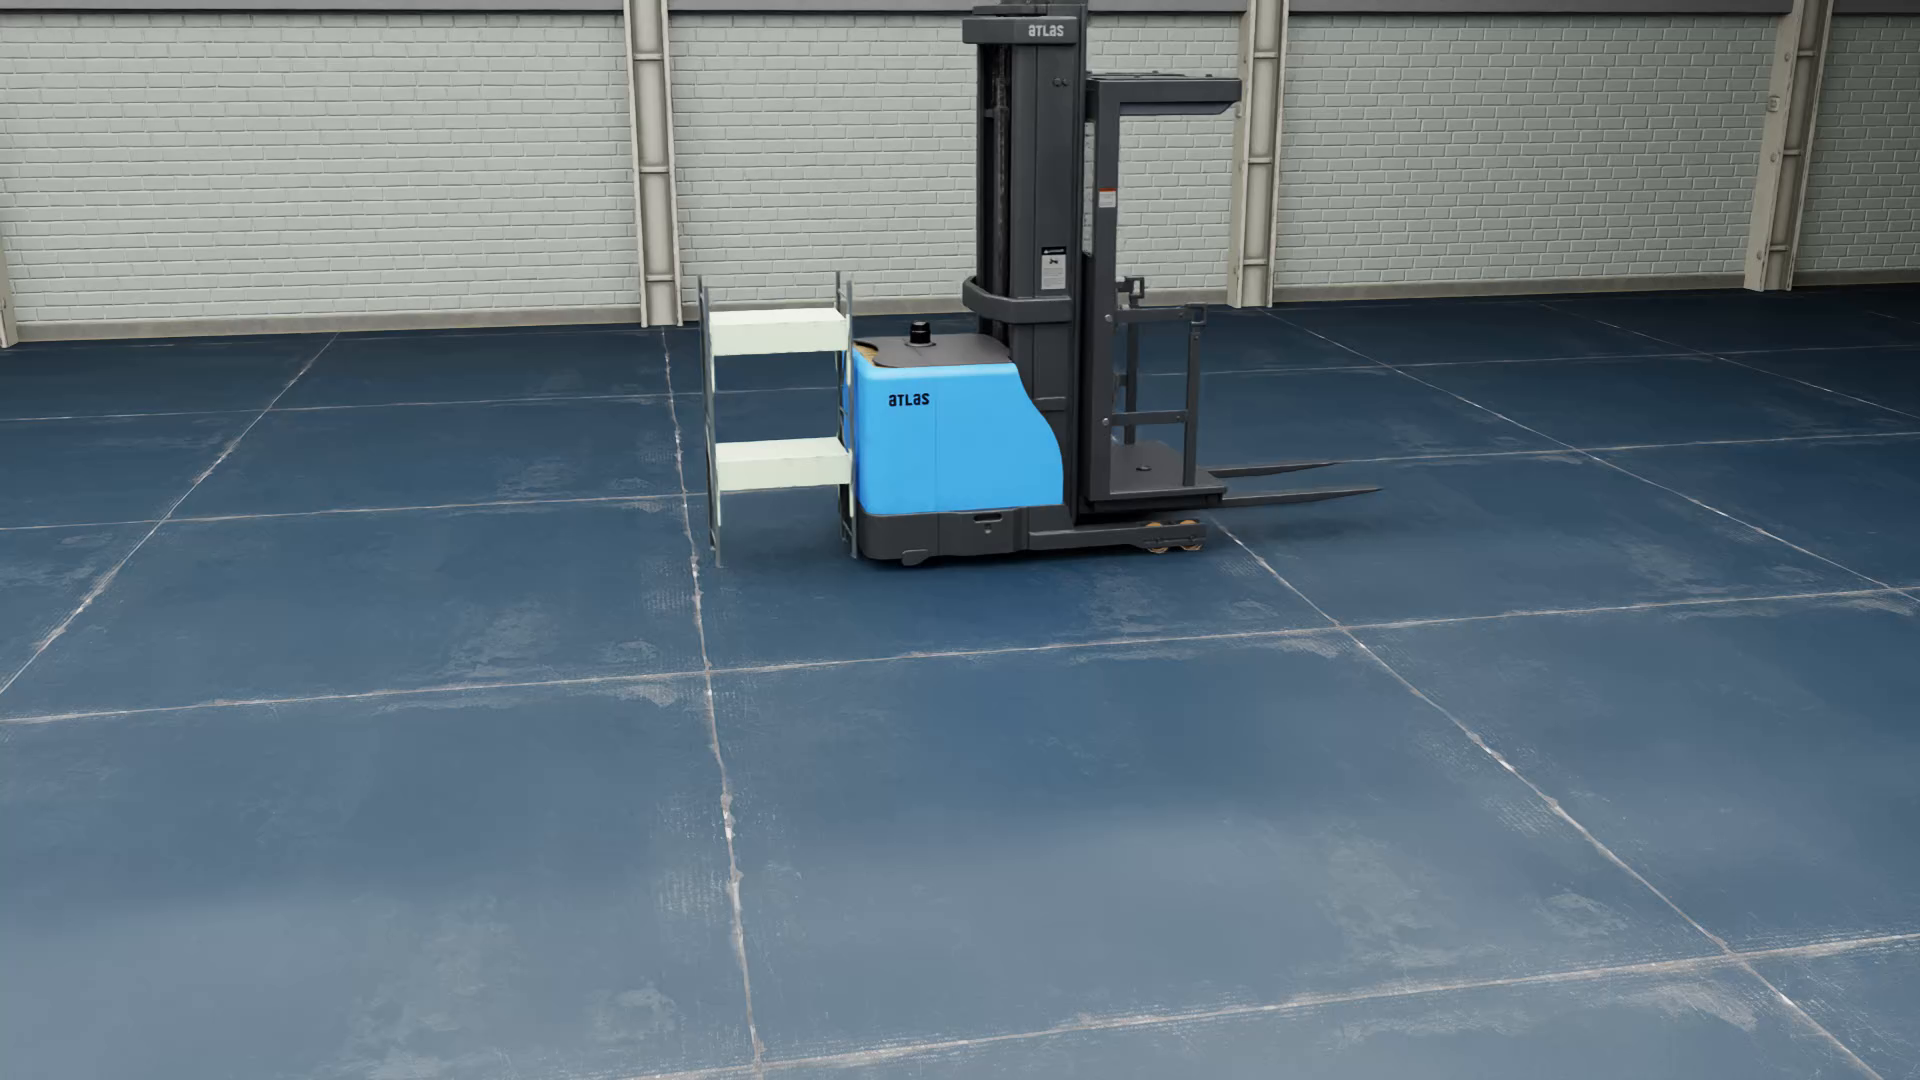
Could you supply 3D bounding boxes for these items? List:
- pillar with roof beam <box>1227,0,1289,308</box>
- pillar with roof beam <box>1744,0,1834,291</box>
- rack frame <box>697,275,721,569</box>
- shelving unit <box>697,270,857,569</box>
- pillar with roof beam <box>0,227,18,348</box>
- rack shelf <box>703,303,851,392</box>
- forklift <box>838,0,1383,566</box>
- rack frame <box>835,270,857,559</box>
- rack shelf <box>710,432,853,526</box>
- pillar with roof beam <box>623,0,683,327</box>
[{"bbox_3d":[3.814,-5.495,11.876,0.400,9.000,9.100,-3,17,-10],"label":"pillar with roof beam"},{"bbox_3d":[9.705,-5.829,12.964,0.400,9.000,9.100,-3,17,-10],"label":"pillar with roof beam"},{"bbox_3d":[-1.324,-0.621,8.780,0.023,1.500,0.400,-4,18,-13],"label":"rack frame"},{"bbox_3d":[-0.968,-0.646,8.861,0.755,1.500,0.431,-4,18,-13],"label":"shelving unit"},{"bbox_3d":[-7.968,-4.827,9.700,0.400,9.000,9.100,-3,17,-10],"label":"pillar with roof beam"},{"bbox_3d":[-0.968,-1.019,8.746,0.720,0.370,0.431,-4,18,-13],"label":"rack shelf"},{"bbox_3d":[0.872,-1.474,9.118,3.031,2.935,1.130,-4,18,-13],"label":"forklift"},{"bbox_3d":[-0.612,-0.671,8.942,0.023,1.500,0.400,-4,18,-13],"label":"rack frame"},{"bbox_3d":[-0.968,-0.334,8.957,0.720,0.370,0.431,-4,18,-13],"label":"rack shelf"},{"bbox_3d":[-2.077,-5.161,10.788,0.400,9.000,9.100,-3,17,-10],"label":"pillar with roof beam"}]
